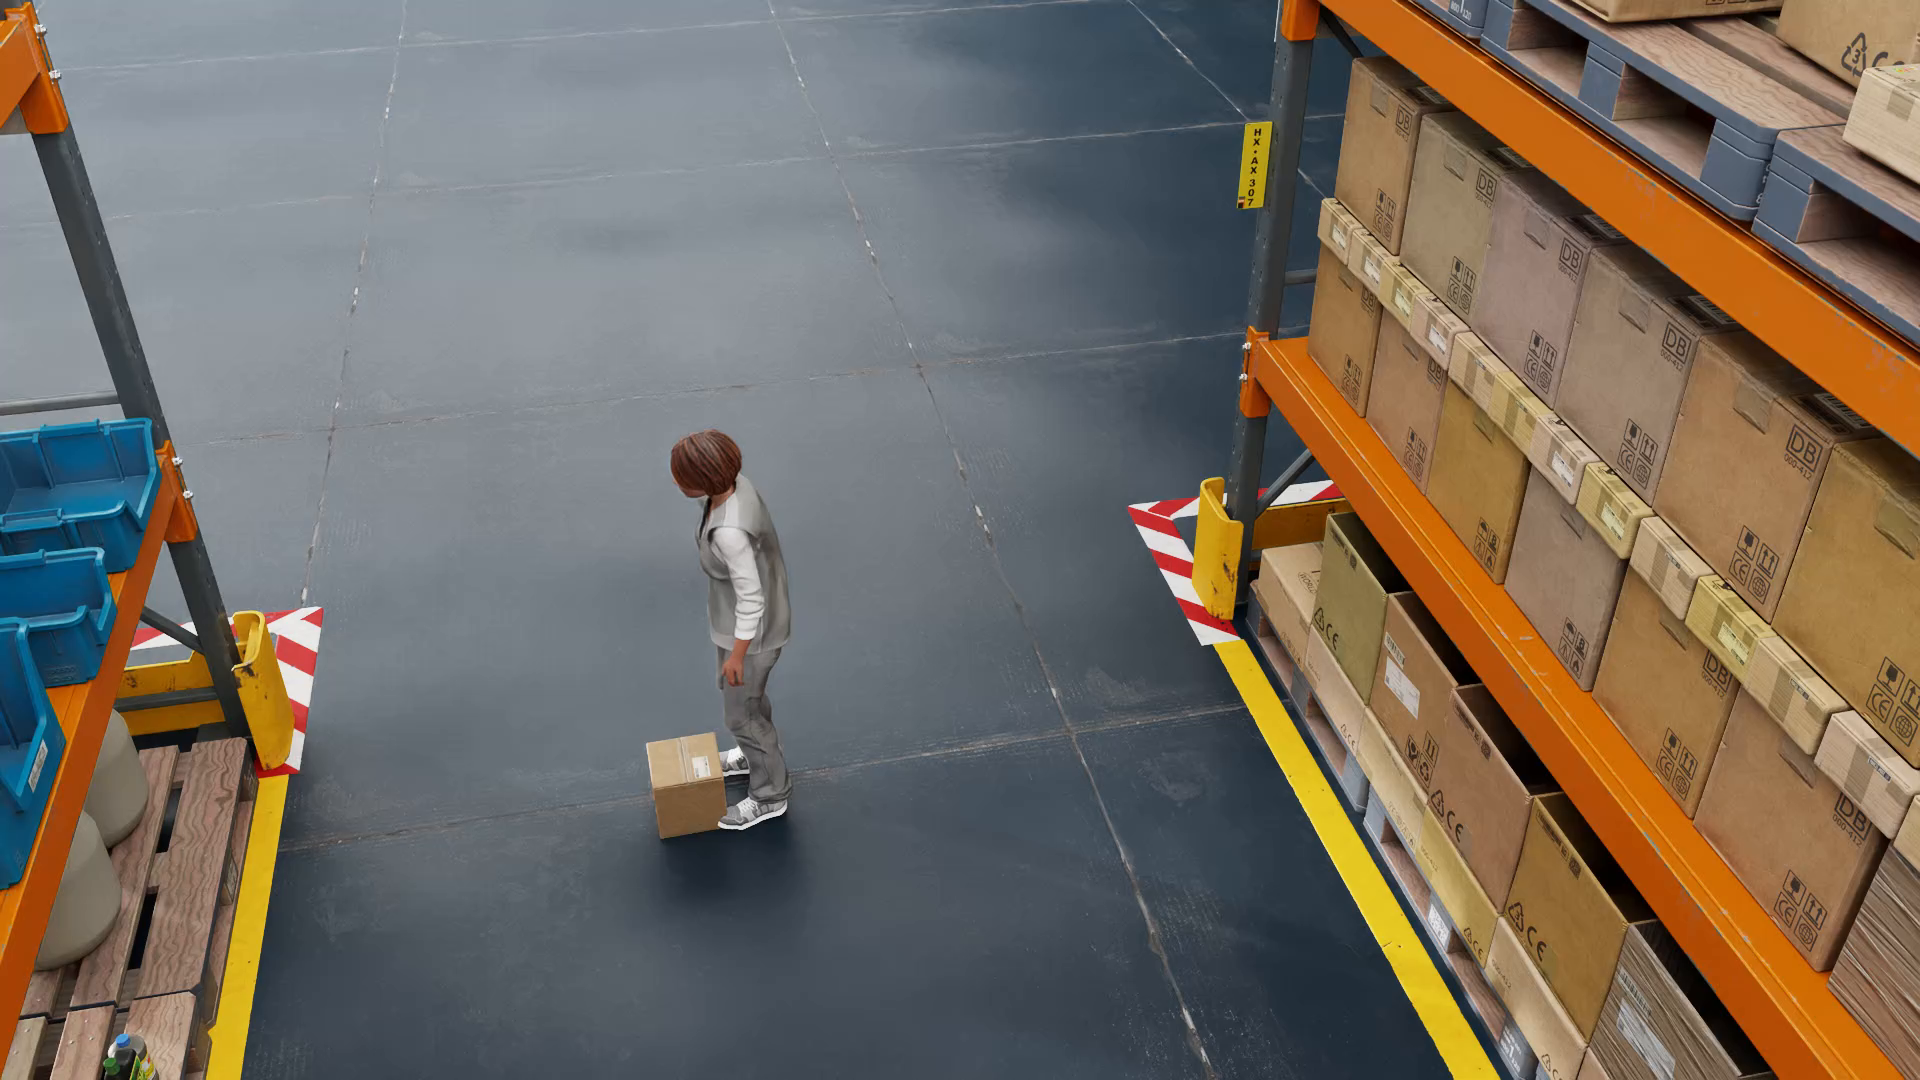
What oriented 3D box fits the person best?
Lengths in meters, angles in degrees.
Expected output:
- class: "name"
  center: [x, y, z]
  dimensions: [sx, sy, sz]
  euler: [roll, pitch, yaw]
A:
- class: "person"
  center: [-0.755, 0.302, 5.719]
  dimensions: [0.343, 1.593, 0.461]
  euler: [-7, 35, -10]
